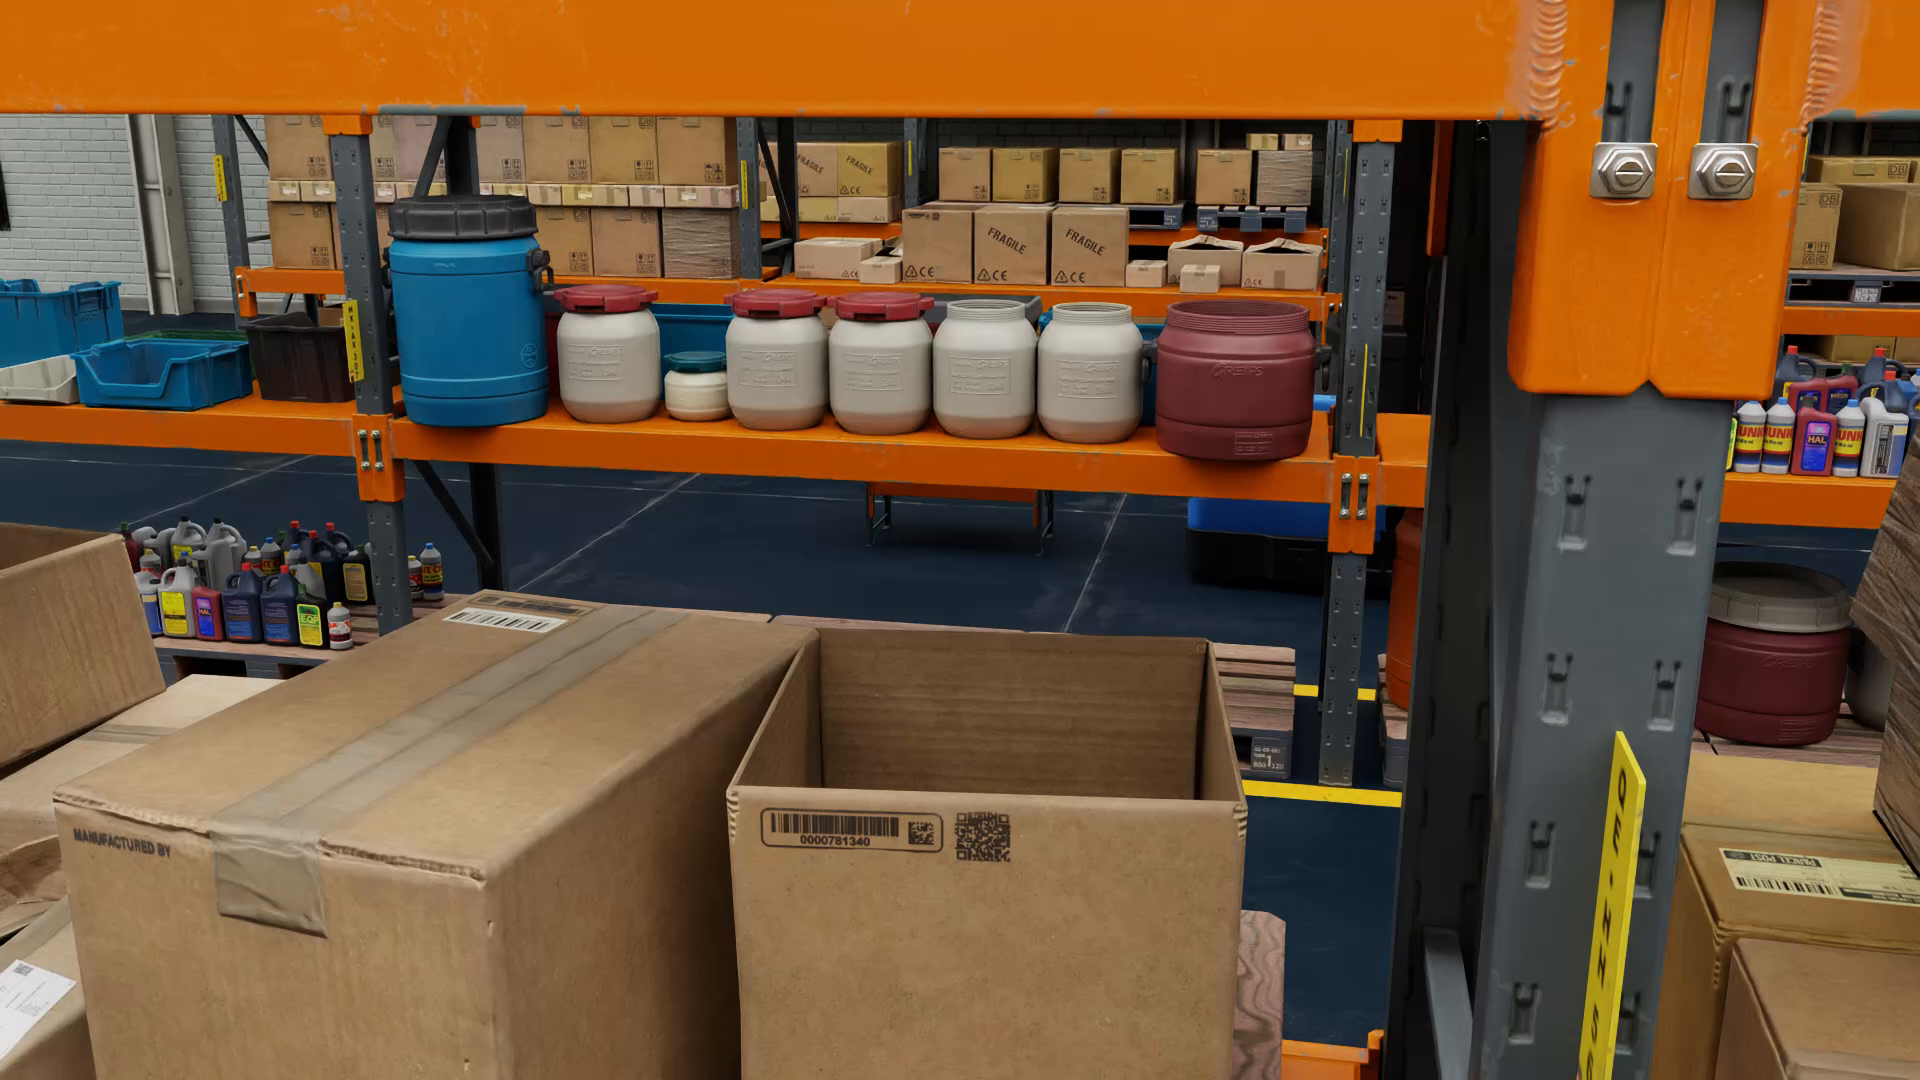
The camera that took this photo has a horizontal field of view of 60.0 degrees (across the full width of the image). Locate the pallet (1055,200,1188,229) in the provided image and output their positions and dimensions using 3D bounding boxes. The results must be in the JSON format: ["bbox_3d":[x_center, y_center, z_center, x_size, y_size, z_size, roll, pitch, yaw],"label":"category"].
[{"bbox_3d":[1.592,-3.202,16.293,1.213,0.211,1.003,3,16,11],"label":"pallet"}]

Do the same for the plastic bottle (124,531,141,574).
[{"bbox_3d":[-4.166,0.094,8.297,0.133,0.283,0.061,3,16,11],"label":"plastic bottle"}]

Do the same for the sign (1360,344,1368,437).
[{"bbox_3d":[1.463,-0.543,6.027,0.005,0.325,0.100,3,16,11],"label":"sign"}]

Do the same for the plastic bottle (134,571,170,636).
[{"bbox_3d":[-3.706,0.283,7.628,0.135,0.276,0.152,3,16,12],"label":"plastic bottle"}]

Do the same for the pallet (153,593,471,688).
[{"bbox_3d":[-3.004,0.476,7.879,1.213,0.211,1.003,3,16,11],"label":"pallet"}]

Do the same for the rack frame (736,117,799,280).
[{"bbox_3d":[-1.364,-2.117,12.015,0.127,3.000,1.000,3,16,11],"label":"rack frame"}]

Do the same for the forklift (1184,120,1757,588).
[{"bbox_3d":[2.809,-1.203,8.843,3.031,2.935,1.130,4,16,14],"label":"forklift"}]

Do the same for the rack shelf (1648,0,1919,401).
[{"bbox_3d":[2.538,-0.305,1.204,4.000,0.370,1.077,3,16,11],"label":"rack shelf"}]

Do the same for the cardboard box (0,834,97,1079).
[{"bbox_3d":[-1.109,0.531,1.920,0.258,0.266,0.396,3,16,10],"label":"cardboard box"}]

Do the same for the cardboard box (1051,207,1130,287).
[{"bbox_3d":[0.909,-2.037,11.541,0.500,0.500,0.500,2,16,8],"label":"cardboard box"}]

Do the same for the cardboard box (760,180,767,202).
[{"bbox_3d":[-1.588,-2.543,12.150,0.250,0.149,0.380,3,16,11],"label":"cardboard box"}]

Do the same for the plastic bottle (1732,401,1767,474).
[{"bbox_3d":[2.844,-0.382,5.992,0.097,0.271,0.097,0,15,0],"label":"plastic bottle"}]

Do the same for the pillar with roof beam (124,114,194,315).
[{"bbox_3d":[-10.179,-5.899,14.431,0.400,9.000,9.100,3,16,11],"label":"pillar with roof beam"}]

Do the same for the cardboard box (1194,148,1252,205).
[{"bbox_3d":[2.524,-3.505,16.017,0.500,0.500,0.700,2,16,6],"label":"cardboard box"}]

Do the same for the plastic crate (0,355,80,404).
[{"bbox_3d":[-3.996,-0.714,7.446,0.437,0.136,0.530,3,16,11],"label":"plastic crate"}]

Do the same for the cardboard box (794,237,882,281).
[{"bbox_3d":[-0.872,-2.030,11.982,0.500,0.250,0.500,4,16,15],"label":"cardboard box"}]

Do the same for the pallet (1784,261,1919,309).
[{"bbox_3d":[5.715,-1.670,10.761,1.213,0.211,1.003,3,16,11],"label":"pallet"}]

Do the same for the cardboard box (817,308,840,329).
[{"bbox_3d":[-1.405,-2.465,17.131,0.500,0.500,0.500,2,16,7],"label":"cardboard box"}]

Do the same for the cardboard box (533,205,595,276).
[{"bbox_3d":[-2.809,-2.241,12.276,0.500,0.500,0.700,3,16,12],"label":"cardboard box"}]

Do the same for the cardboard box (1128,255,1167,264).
[{"bbox_3d":[1.773,-2.666,16.453,0.500,0.250,0.500,3,16,11],"label":"cardboard box"}]

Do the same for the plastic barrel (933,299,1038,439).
[{"bbox_3d":[0.102,-0.684,6.632,0.421,0.512,0.421,0,15,0],"label":"plastic barrel"}]

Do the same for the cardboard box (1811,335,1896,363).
[{"bbox_3d":[8.172,-1.919,15.195,0.500,0.500,0.700,3,16,12],"label":"cardboard box"}]

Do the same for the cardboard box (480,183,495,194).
[{"bbox_3d":[-3.436,-2.531,12.109,0.250,0.149,0.380,3,16,12],"label":"cardboard box"}]

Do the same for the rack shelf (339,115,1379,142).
[{"bbox_3d":[-0.394,-1.814,6.650,4.000,0.370,1.077,3,16,11],"label":"rack shelf"}]

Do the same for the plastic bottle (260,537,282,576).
[{"bbox_3d":[-3.399,0.122,8.220,0.097,0.271,0.097,0,15,0],"label":"plastic bottle"}]

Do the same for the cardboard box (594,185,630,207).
[{"bbox_3d":[-2.429,-2.477,11.912,0.250,0.149,0.380,3,16,11],"label":"cardboard box"}]

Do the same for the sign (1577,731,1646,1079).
[{"bbox_3d":[0.480,0.310,1.234,0.005,0.325,0.100,3,16,11],"label":"sign"}]

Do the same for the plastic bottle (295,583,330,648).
[{"bbox_3d":[-2.891,0.336,7.423,0.133,0.283,0.061,4,16,14],"label":"plastic bottle"}]

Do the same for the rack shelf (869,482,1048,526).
[{"bbox_3d":[0.007,-0.306,9.906,1.000,0.278,0.538,3,16,11],"label":"rack shelf"}]

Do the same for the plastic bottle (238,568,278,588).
[{"bbox_3d":[-3.226,0.270,7.676,0.135,0.276,0.152,3,16,11],"label":"plastic bottle"}]

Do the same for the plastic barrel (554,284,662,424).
[{"bbox_3d":[-1.460,-0.779,6.929,0.433,0.535,0.433,0,15,0],"label":"plastic barrel"}]

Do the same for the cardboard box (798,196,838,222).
[{"bbox_3d":[-1.391,-3.325,16.620,0.500,0.250,0.500,3,16,11],"label":"cardboard box"}]

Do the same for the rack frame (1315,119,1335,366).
[{"bbox_3d":[3.540,-3.200,15.926,0.127,3.000,1.000,3,16,11],"label":"rack frame"}]

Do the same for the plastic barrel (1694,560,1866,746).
[{"bbox_3d":[3.155,0.433,6.541,0.708,0.588,0.600,3,16,11],"label":"plastic barrel"}]

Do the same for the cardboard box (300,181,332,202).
[{"bbox_3d":[-4.682,-2.600,12.357,0.250,0.149,0.380,3,16,10],"label":"cardboard box"}]

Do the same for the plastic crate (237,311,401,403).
[{"bbox_3d":[-2.842,-0.853,7.567,0.504,0.338,0.767,3,16,11],"label":"plastic crate"}]

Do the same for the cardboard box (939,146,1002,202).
[{"bbox_3d":[0.112,-3.637,16.492,0.500,0.500,0.700,3,16,11],"label":"cardboard box"}]

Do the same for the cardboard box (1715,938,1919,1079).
[{"bbox_3d":[1.001,0.736,1.529,0.500,0.500,0.500,4,16,13],"label":"cardboard box"}]

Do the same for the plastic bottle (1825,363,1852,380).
[{"bbox_3d":[3.479,-0.565,6.630,0.133,0.283,0.061,3,16,11],"label":"plastic bottle"}]

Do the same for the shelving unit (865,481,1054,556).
[{"bbox_3d":[0.007,-0.542,9.841,1.048,1.125,0.538,3,16,11],"label":"shelving unit"}]

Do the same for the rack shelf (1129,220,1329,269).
[{"bbox_3d":[1.580,-2.960,16.406,4.000,0.370,1.077,3,16,11],"label":"rack shelf"}]

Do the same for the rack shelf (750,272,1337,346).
[{"bbox_3d":[0.596,-1.664,11.727,4.000,0.370,1.077,3,16,11],"label":"rack shelf"}]

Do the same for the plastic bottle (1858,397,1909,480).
[{"bbox_3d":[3.284,-0.367,5.932,0.135,0.276,0.152,3,16,11],"label":"plastic bottle"}]

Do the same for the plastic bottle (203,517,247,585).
[{"bbox_3d":[-3.664,0.059,8.298,0.185,0.351,0.144,3,16,11],"label":"plastic bottle"}]

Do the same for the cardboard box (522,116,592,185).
[{"bbox_3d":[-2.786,-2.866,12.101,0.500,0.500,0.700,3,16,11],"label":"cardboard box"}]

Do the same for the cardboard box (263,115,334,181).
[{"bbox_3d":[-4.777,-2.972,12.485,0.500,0.500,0.700,3,16,11],"label":"cardboard box"}]

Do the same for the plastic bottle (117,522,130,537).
[{"bbox_3d":[-4.269,0.047,8.466,0.133,0.283,0.061,4,16,12],"label":"plastic bottle"}]

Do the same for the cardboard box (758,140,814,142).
[{"bbox_3d":[-1.792,-3.848,17.103,0.500,0.500,0.500,4,16,13],"label":"cardboard box"}]

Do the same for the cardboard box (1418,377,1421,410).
[{"bbox_3d":[2.945,-0.813,11.165,0.500,0.500,0.500,4,16,13],"label":"cardboard box"}]

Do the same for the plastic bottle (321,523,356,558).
[{"bbox_3d":[-3.063,0.092,8.180,0.185,0.351,0.144,4,16,13],"label":"plastic bottle"}]

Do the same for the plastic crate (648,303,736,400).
[{"bbox_3d":[-1.211,-0.836,7.422,0.575,0.384,0.392,3,16,11],"label":"plastic crate"}]

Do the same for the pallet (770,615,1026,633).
[{"bbox_3d":[-0.378,0.618,7.364,1.213,0.211,1.003,3,16,11],"label":"pallet"}]
